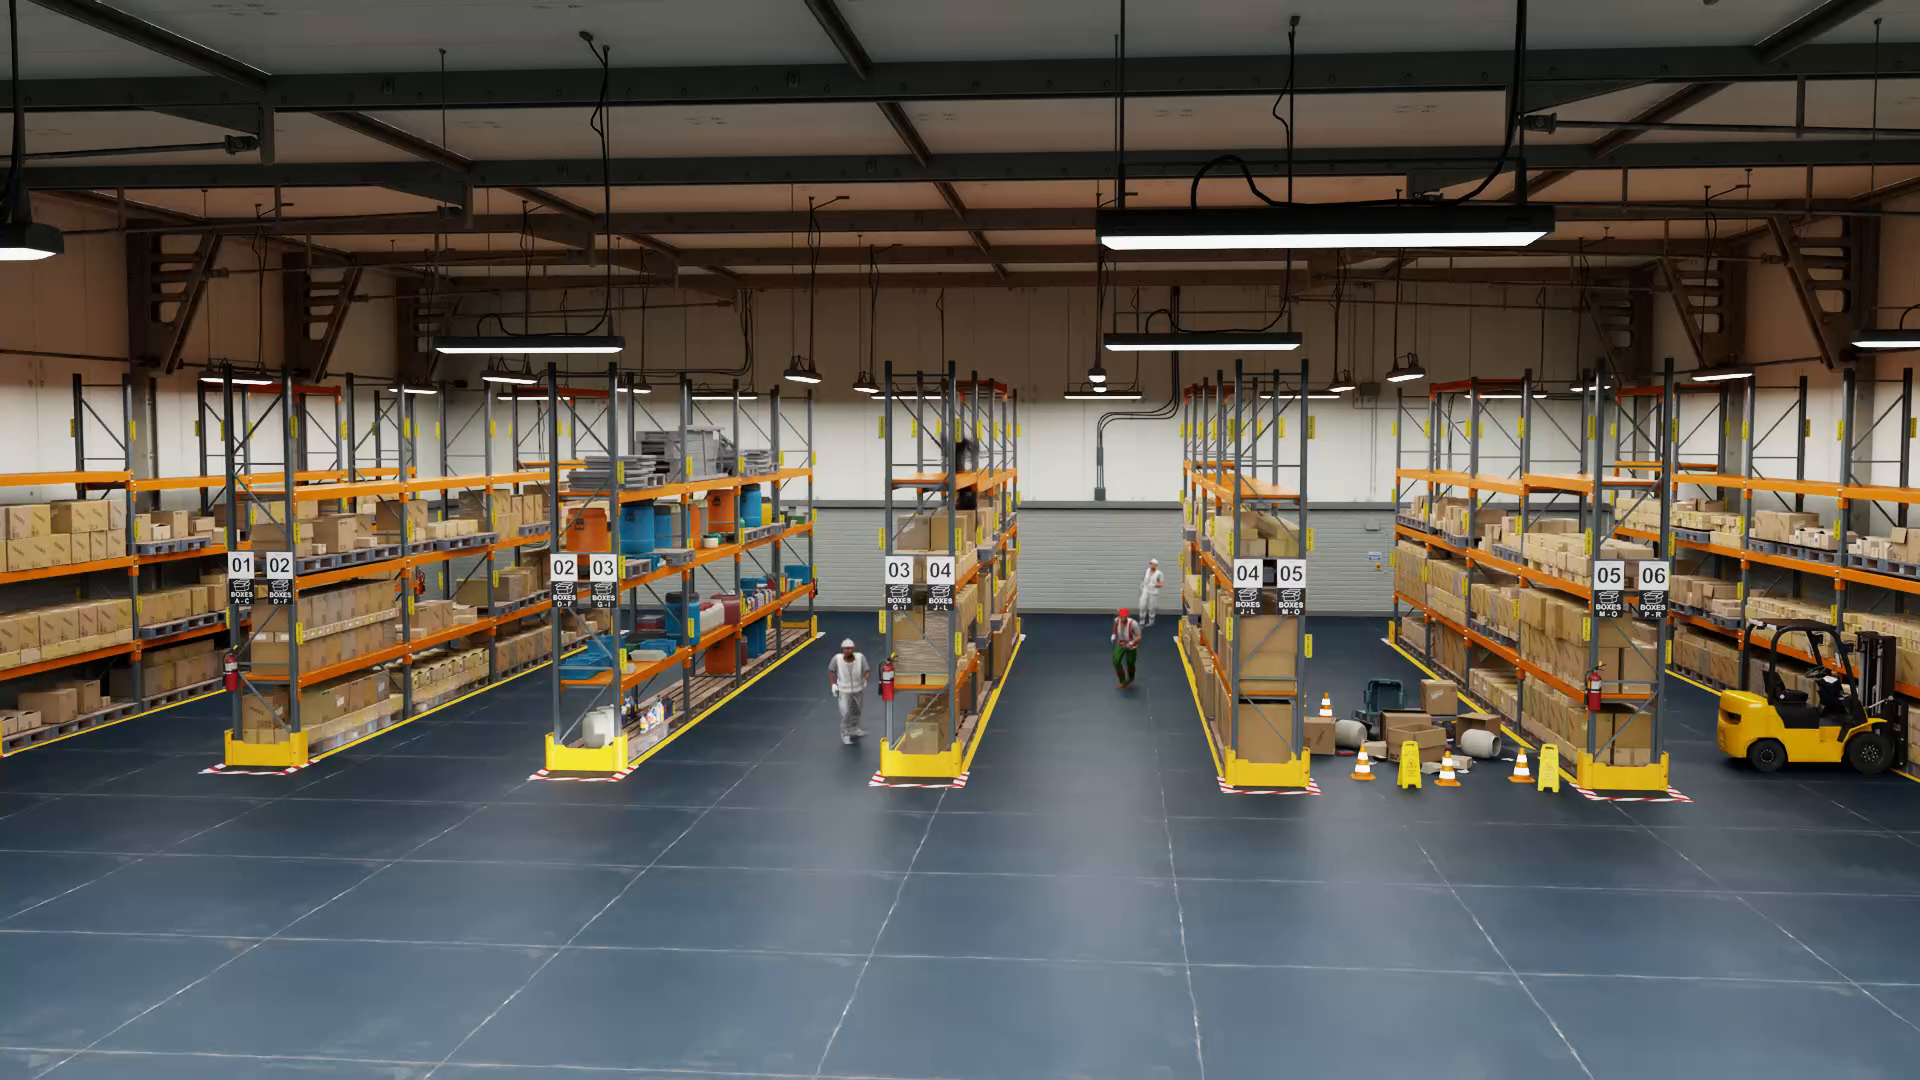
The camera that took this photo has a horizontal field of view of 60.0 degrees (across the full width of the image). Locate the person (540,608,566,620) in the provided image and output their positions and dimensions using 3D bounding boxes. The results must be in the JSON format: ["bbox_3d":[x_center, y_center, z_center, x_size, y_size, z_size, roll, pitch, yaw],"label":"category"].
[{"bbox_3d":[-10.266,1.405,42.188,0.861,1.609,0.535,1,4,15],"label":"person"}]

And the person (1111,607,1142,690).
[{"bbox_3d":[3.241,2.057,32.143,0.700,1.589,1.093,2,4,23],"label":"person"}]

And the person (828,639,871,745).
[{"bbox_3d":[-1.741,2.406,26.645,0.712,1.703,0.928,-1,4,-19],"label":"person"}]

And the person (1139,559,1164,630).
[{"bbox_3d":[4.850,1.380,41.868,0.687,1.831,0.709,2,4,29],"label":"person"}]
